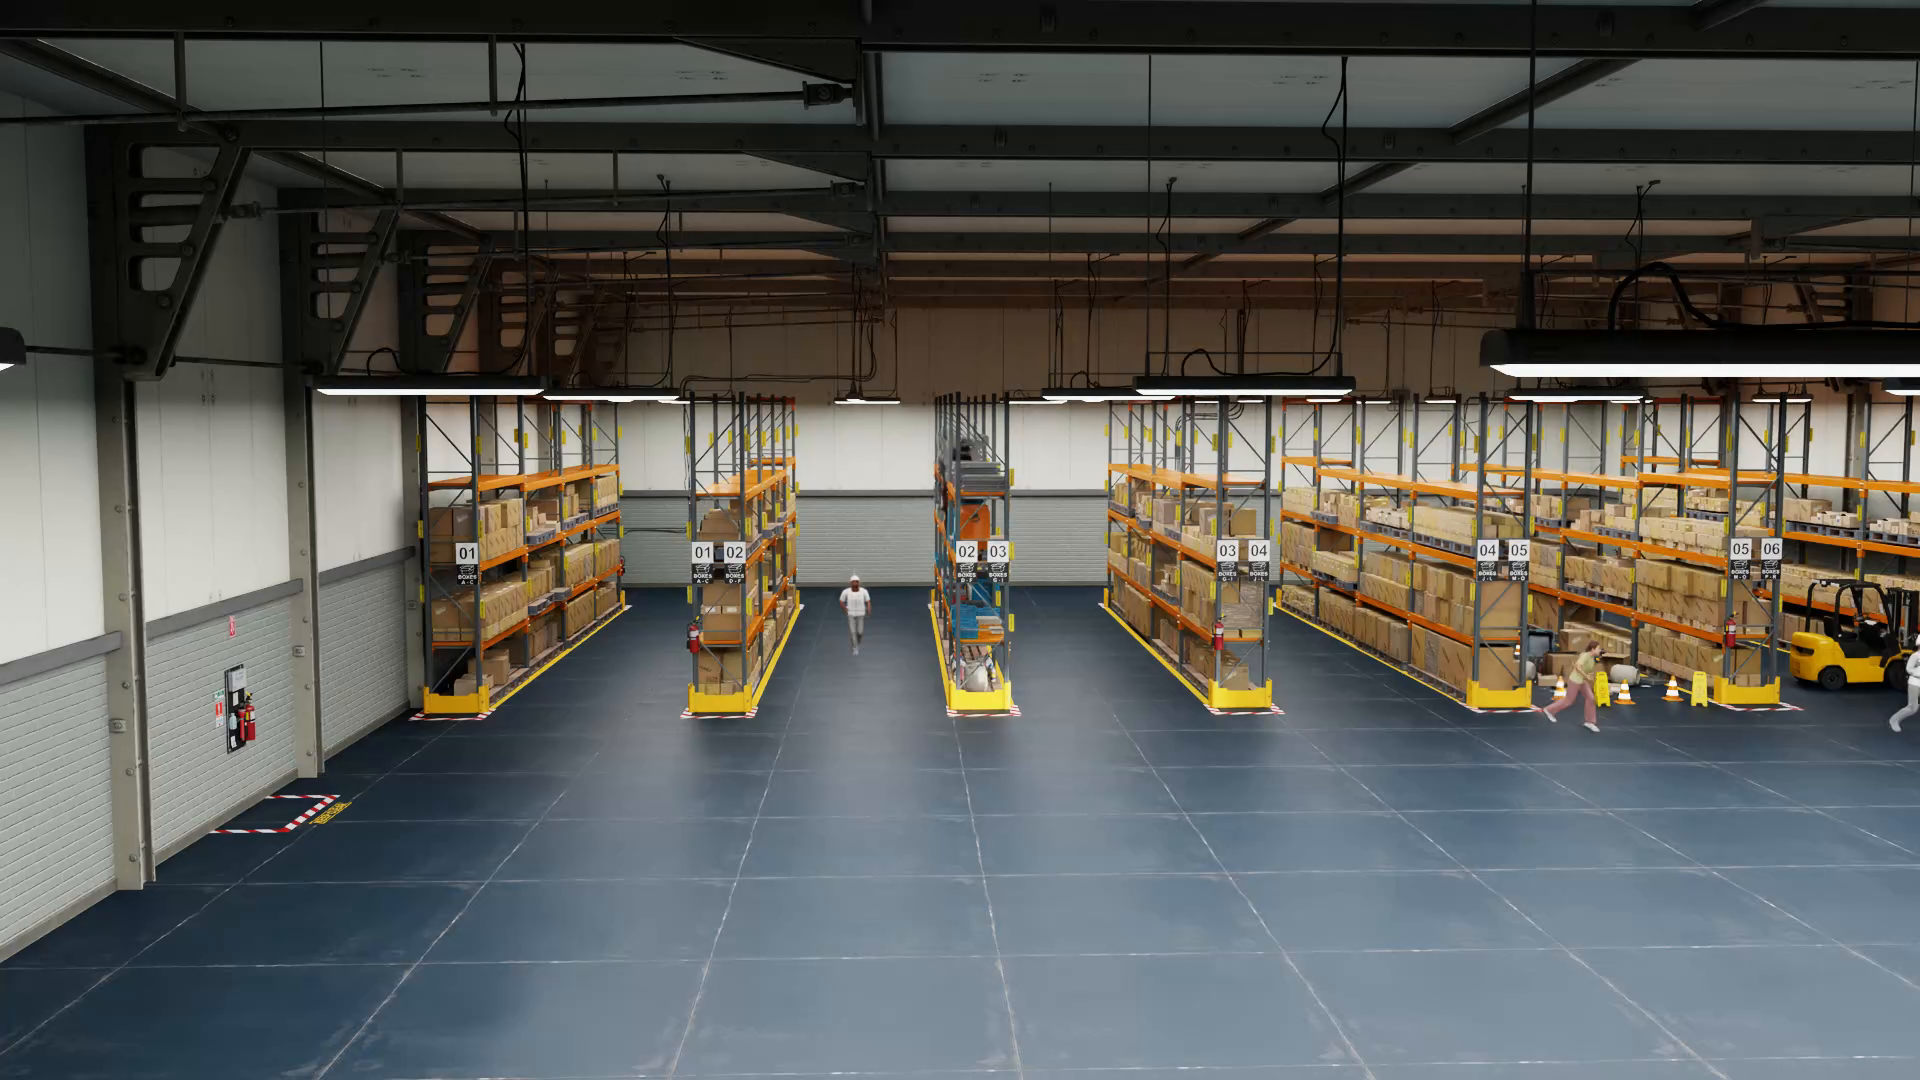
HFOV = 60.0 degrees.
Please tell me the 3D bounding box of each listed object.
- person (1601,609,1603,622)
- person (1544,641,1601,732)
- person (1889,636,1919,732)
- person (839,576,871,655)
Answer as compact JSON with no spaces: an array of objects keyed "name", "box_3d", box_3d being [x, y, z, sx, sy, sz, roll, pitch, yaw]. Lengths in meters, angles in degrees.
[{"name":"person","box_3d":[16.823,1.349,43.756,0.715,1.739,0.618,-1,5,-7]},{"name":"person","box_3d":[10.930,2.581,29.633,1.004,1.605,0.613,3,5,32]},{"name":"person","box_3d":[16.617,2.533,28.704,0.699,1.771,0.976,-2,5,-22]},{"name":"person","box_3d":[-2.311,1.645,36.601,0.702,1.738,0.598,-1,5,-8]}]
